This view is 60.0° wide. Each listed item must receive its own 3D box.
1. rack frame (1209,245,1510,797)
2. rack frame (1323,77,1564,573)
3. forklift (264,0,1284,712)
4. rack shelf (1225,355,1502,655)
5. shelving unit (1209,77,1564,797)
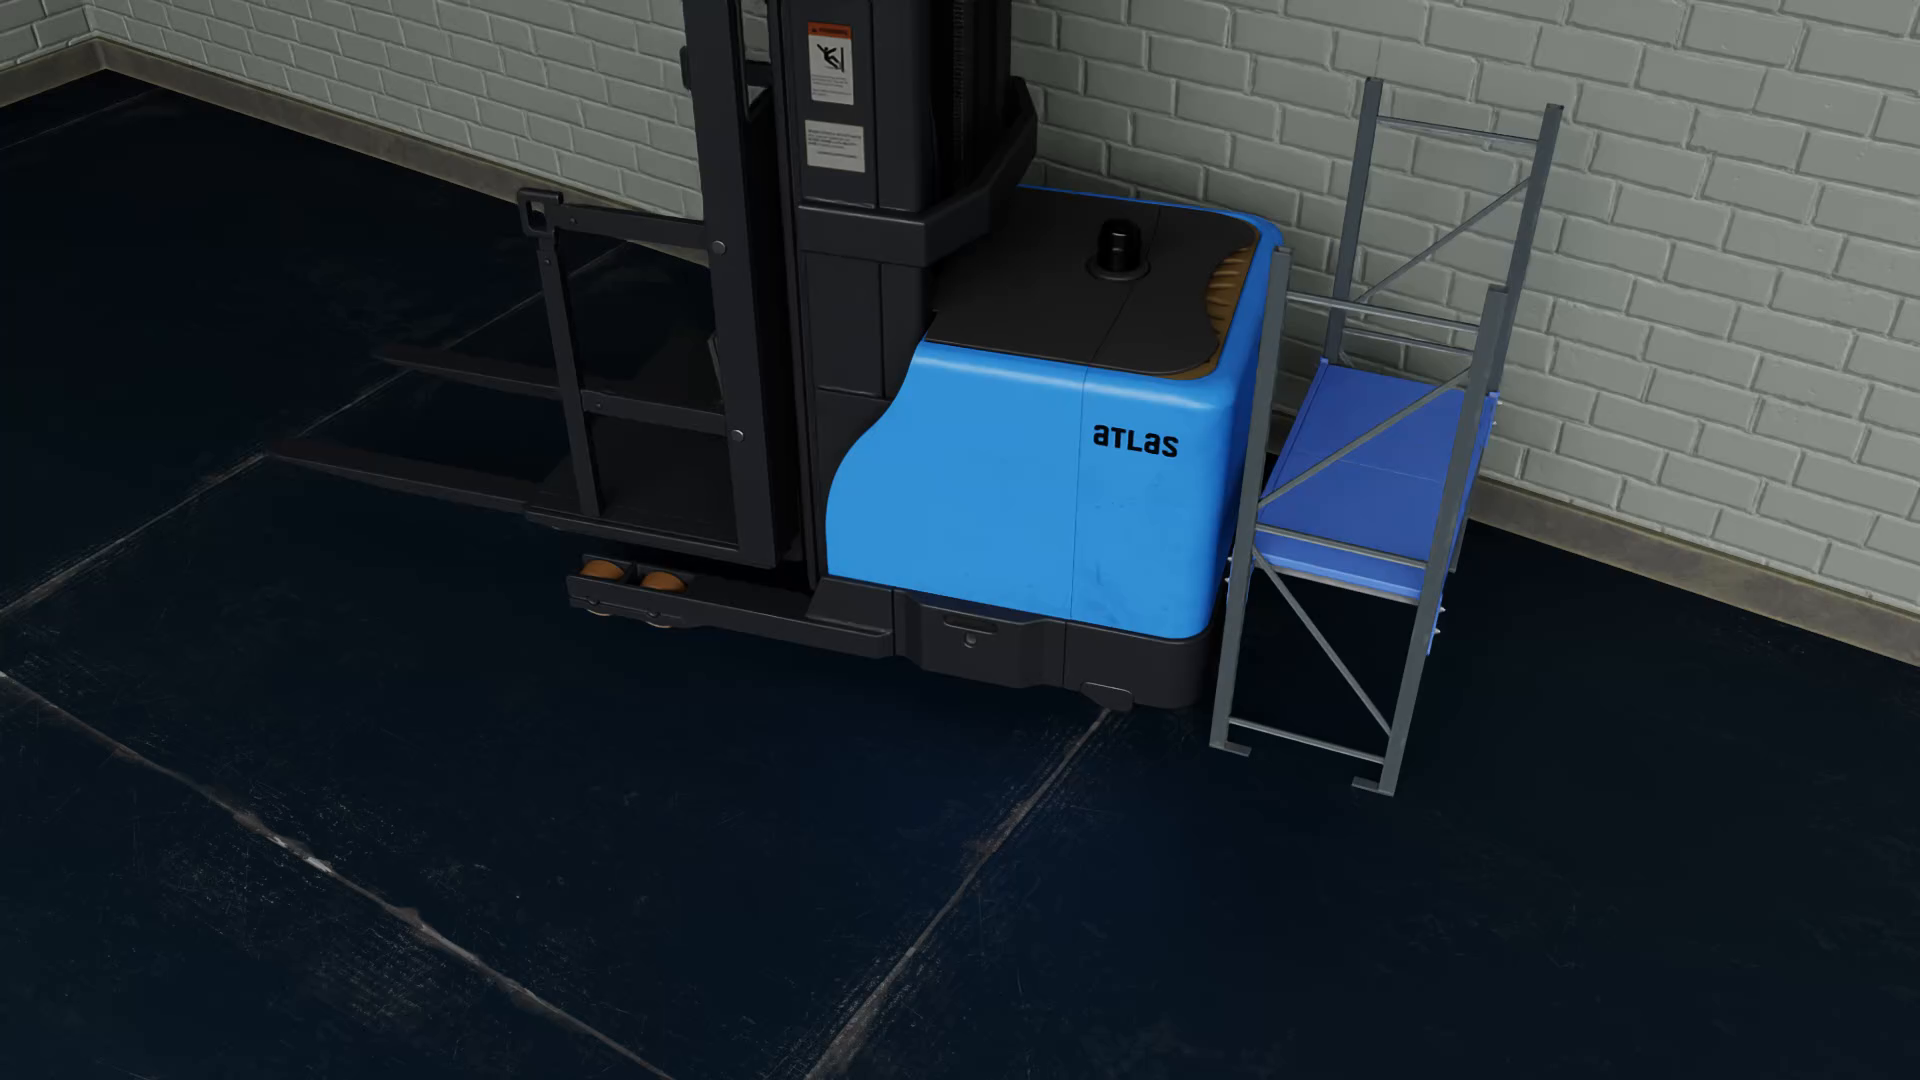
[{"bbox_3d":[0.914,0.016,4.001,0.500,1.500,0.032,14,40,17],"label":"rack frame"},{"bbox_3d":[1.298,-0.559,4.746,0.500,1.500,0.032,14,40,17],"label":"rack frame"},{"bbox_3d":[-0.654,-1.198,4.403,3.031,2.935,1.130,10,39,13],"label":"forklift"},{"bbox_3d":[1.106,-0.129,4.483,0.538,0.185,1.000,14,40,17],"label":"rack shelf"},{"bbox_3d":[1.106,-0.271,4.373,0.538,1.500,1.048,14,40,17],"label":"shelving unit"}]
